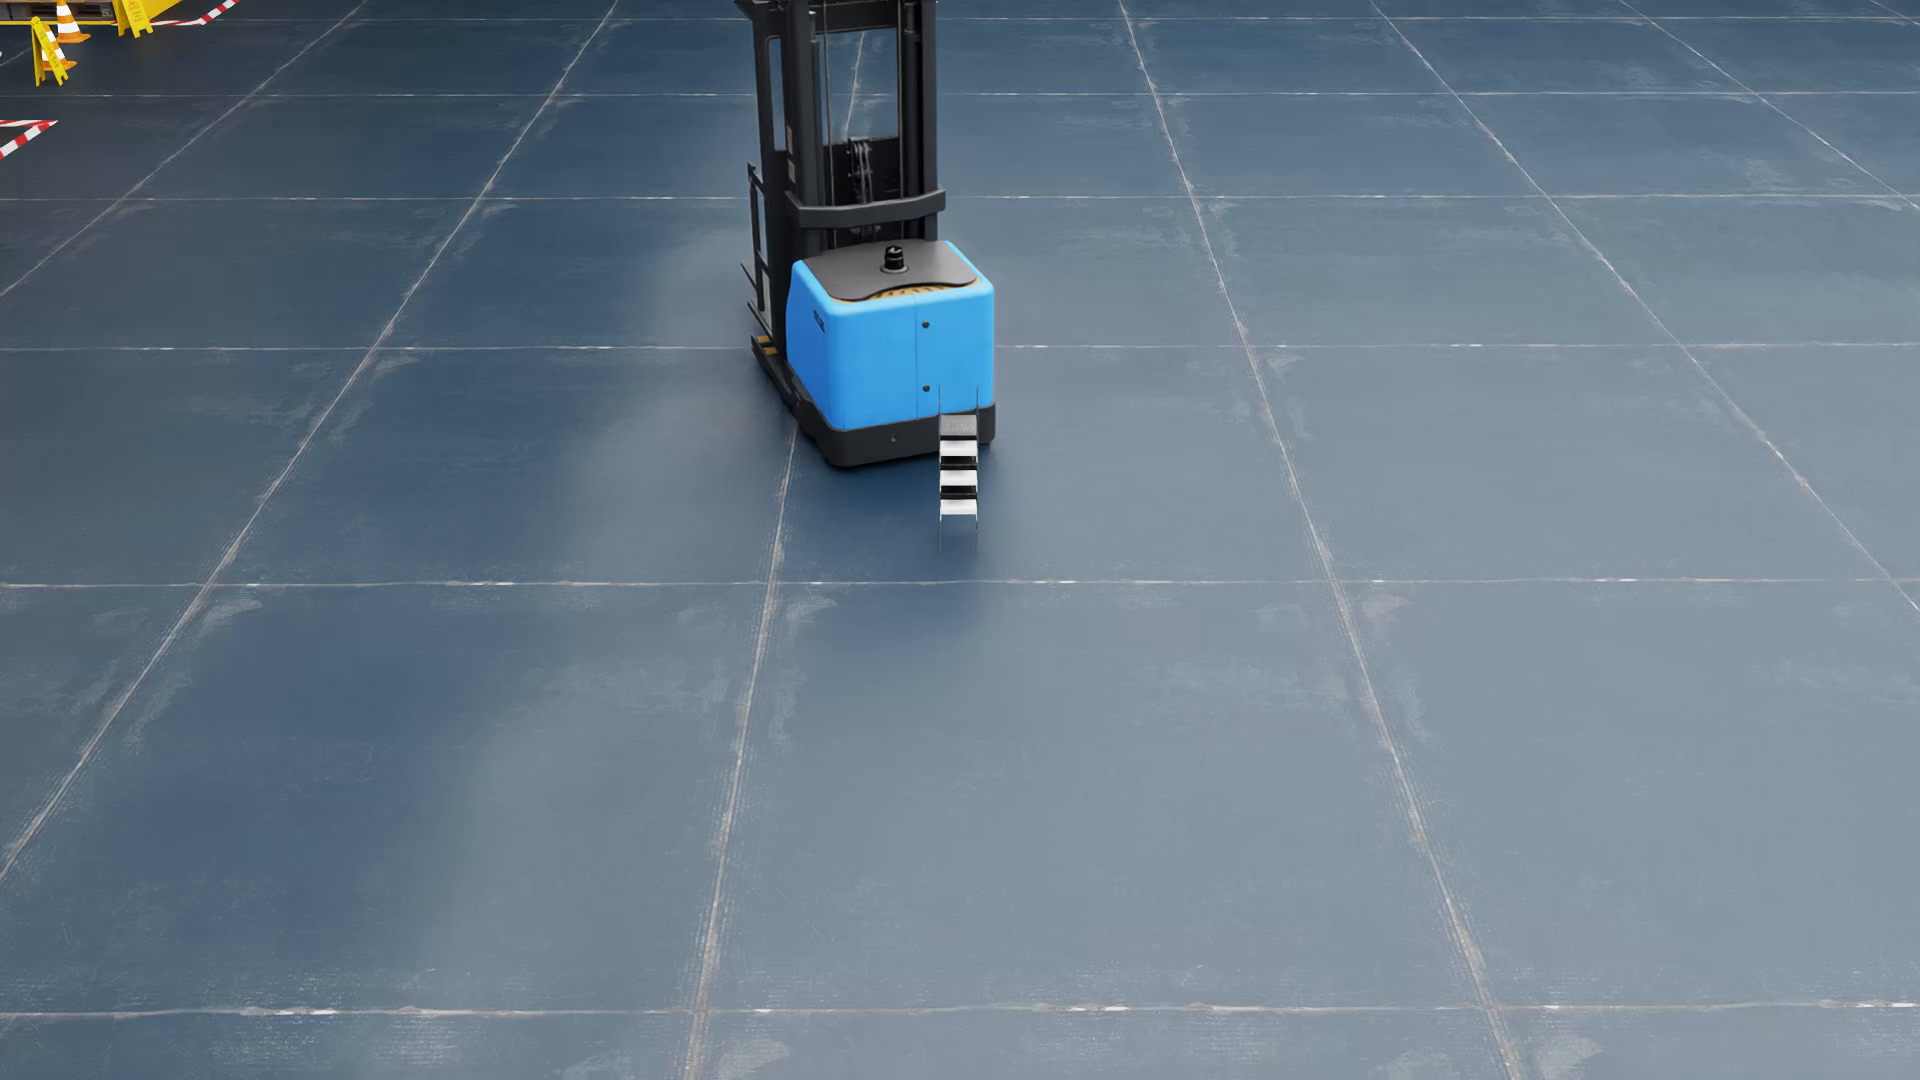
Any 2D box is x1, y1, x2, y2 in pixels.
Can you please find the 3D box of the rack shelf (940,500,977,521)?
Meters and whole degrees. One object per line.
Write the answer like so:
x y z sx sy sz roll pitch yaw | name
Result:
-0.008 -0.202 9.127 0.200 0.077 0.258 0 31 0 | rack shelf

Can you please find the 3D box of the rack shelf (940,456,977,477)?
-0.008 -0.433 8.987 0.200 0.077 0.258 0 31 0 | rack shelf

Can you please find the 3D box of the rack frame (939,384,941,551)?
-0.110 -0.384 9.016 0.006 0.900 0.240 0 31 0 | rack frame

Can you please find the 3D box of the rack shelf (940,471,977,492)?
-0.008 -0.356 9.034 0.200 0.077 0.258 0 31 0 | rack shelf

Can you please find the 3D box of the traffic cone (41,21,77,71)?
-9.466 -5.155 17.300 0.334 0.463 0.336 0 31 0 | traffic cone

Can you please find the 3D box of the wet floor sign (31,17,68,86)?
-9.243 -4.938 16.766 0.232 0.644 0.267 -5 32 -9 | wet floor sign

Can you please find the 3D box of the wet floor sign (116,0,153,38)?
-9.194 -5.924 18.391 0.232 0.644 0.267 10 33 17 | wet floor sign

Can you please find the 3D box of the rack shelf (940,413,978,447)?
-0.008 -0.587 8.894 0.200 0.077 0.258 0 31 0 | rack shelf

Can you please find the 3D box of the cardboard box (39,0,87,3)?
-10.221 -6.346 19.064 0.500 0.250 0.500 0 31 -1 | cardboard box

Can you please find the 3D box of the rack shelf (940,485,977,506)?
-0.008 -0.279 9.081 0.200 0.077 0.258 0 31 0 | rack shelf

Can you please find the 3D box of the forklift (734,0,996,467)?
-0.769 -2.440 10.446 1.130 2.935 3.031 -11 33 -17 | forklift

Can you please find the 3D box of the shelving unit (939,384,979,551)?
-0.008 -0.385 9.017 0.210 0.900 0.258 0 31 0 | shelving unit

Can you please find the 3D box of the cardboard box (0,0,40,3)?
-10.715 -6.349 19.068 0.500 0.250 0.500 0 31 0 | cardboard box

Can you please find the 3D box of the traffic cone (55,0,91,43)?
-9.813 -5.729 18.247 0.334 0.463 0.336 0 31 0 | traffic cone

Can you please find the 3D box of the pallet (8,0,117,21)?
-10.279 -6.308 19.443 1.213 0.211 1.003 0 31 0 | pallet

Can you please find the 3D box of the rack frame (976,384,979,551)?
0.094 -0.385 9.017 0.006 0.900 0.240 0 31 0 | rack frame

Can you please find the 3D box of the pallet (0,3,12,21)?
-11.496 -6.306 19.439 1.213 0.211 1.003 0 31 0 | pallet

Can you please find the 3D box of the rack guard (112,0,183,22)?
-9.467 -6.416 19.342 0.348 0.500 1.175 0 31 0 | rack guard

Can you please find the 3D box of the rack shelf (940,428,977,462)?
-0.008 -0.510 8.940 0.200 0.077 0.258 0 31 0 | rack shelf
